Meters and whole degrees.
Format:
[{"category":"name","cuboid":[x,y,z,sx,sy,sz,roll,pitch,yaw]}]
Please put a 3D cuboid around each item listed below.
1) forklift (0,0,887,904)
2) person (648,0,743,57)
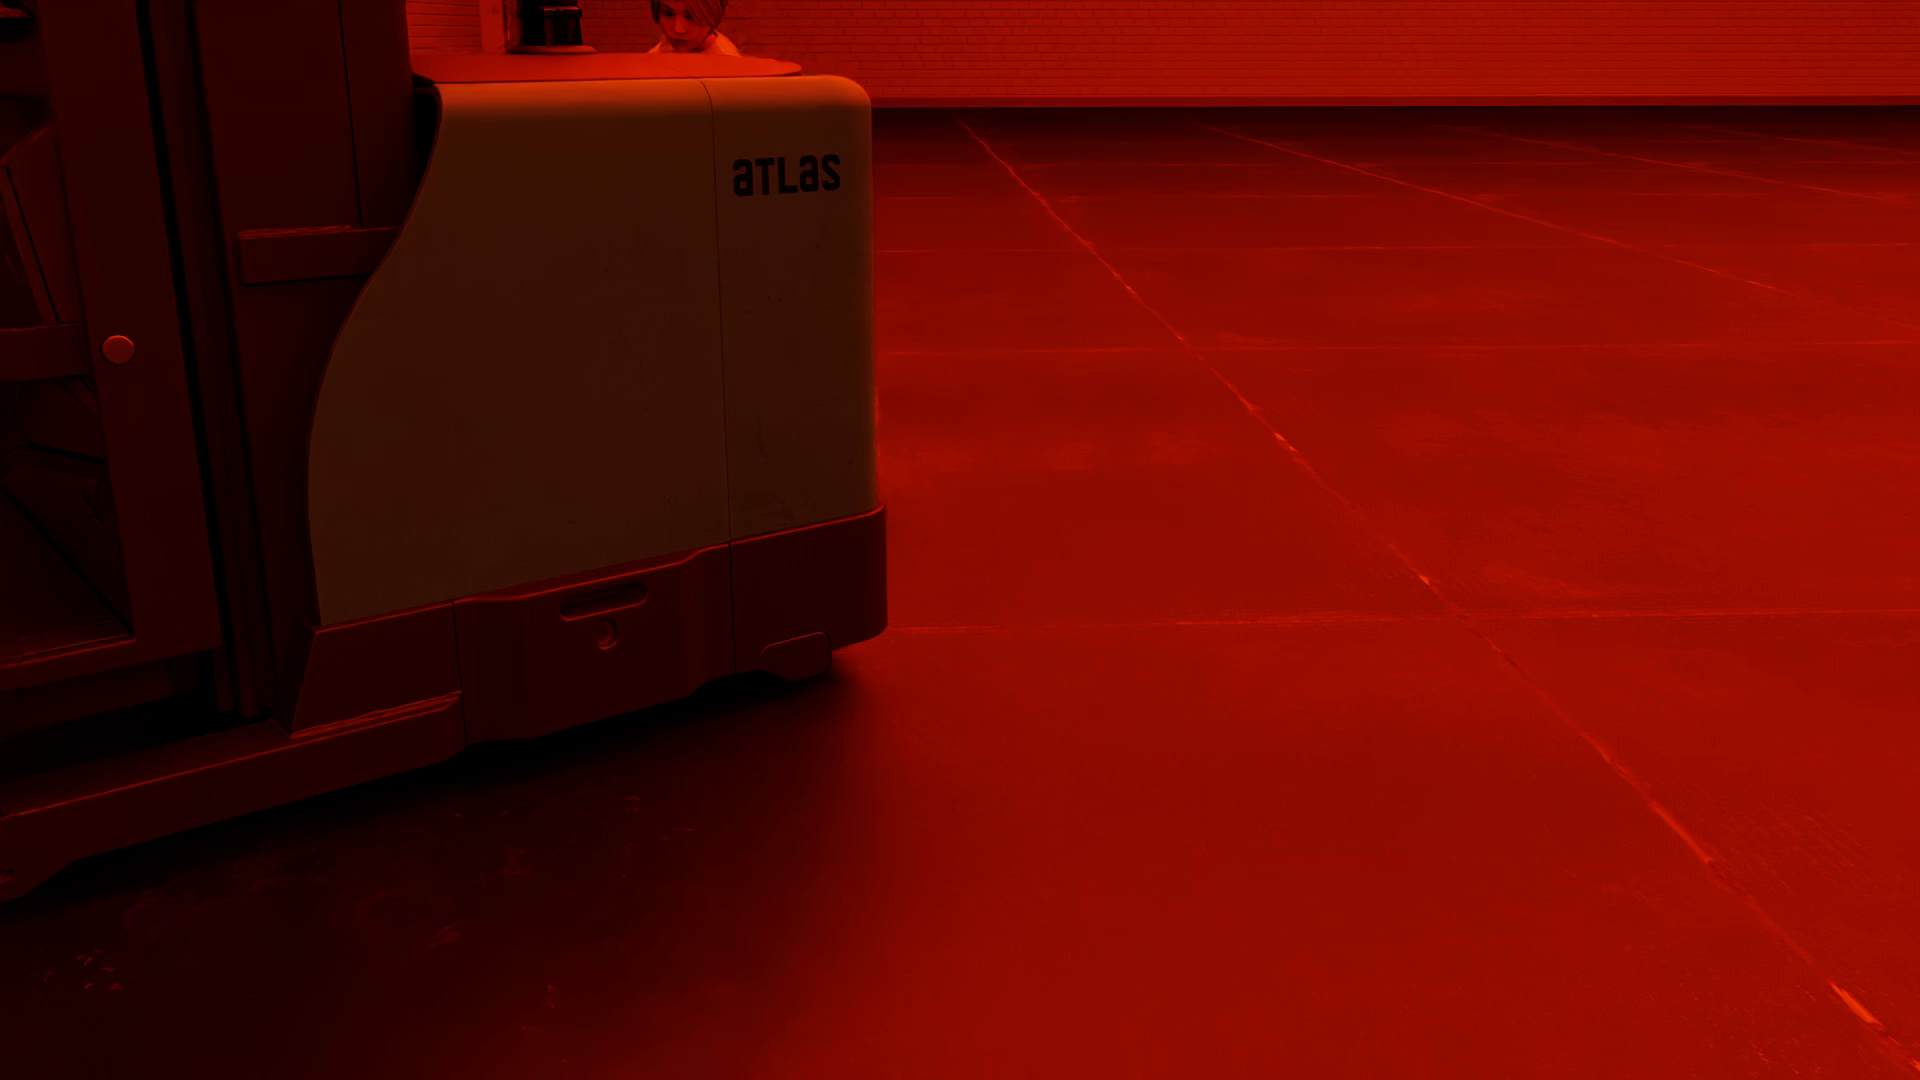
[{"category":"forklift","cuboid":[-1.609,-1.012,2.215,3.031,2.935,1.130,-13,21,-36]},{"category":"person","cuboid":[-0.631,-0.804,4.309,0.848,1.375,0.576,4,18,14]}]
